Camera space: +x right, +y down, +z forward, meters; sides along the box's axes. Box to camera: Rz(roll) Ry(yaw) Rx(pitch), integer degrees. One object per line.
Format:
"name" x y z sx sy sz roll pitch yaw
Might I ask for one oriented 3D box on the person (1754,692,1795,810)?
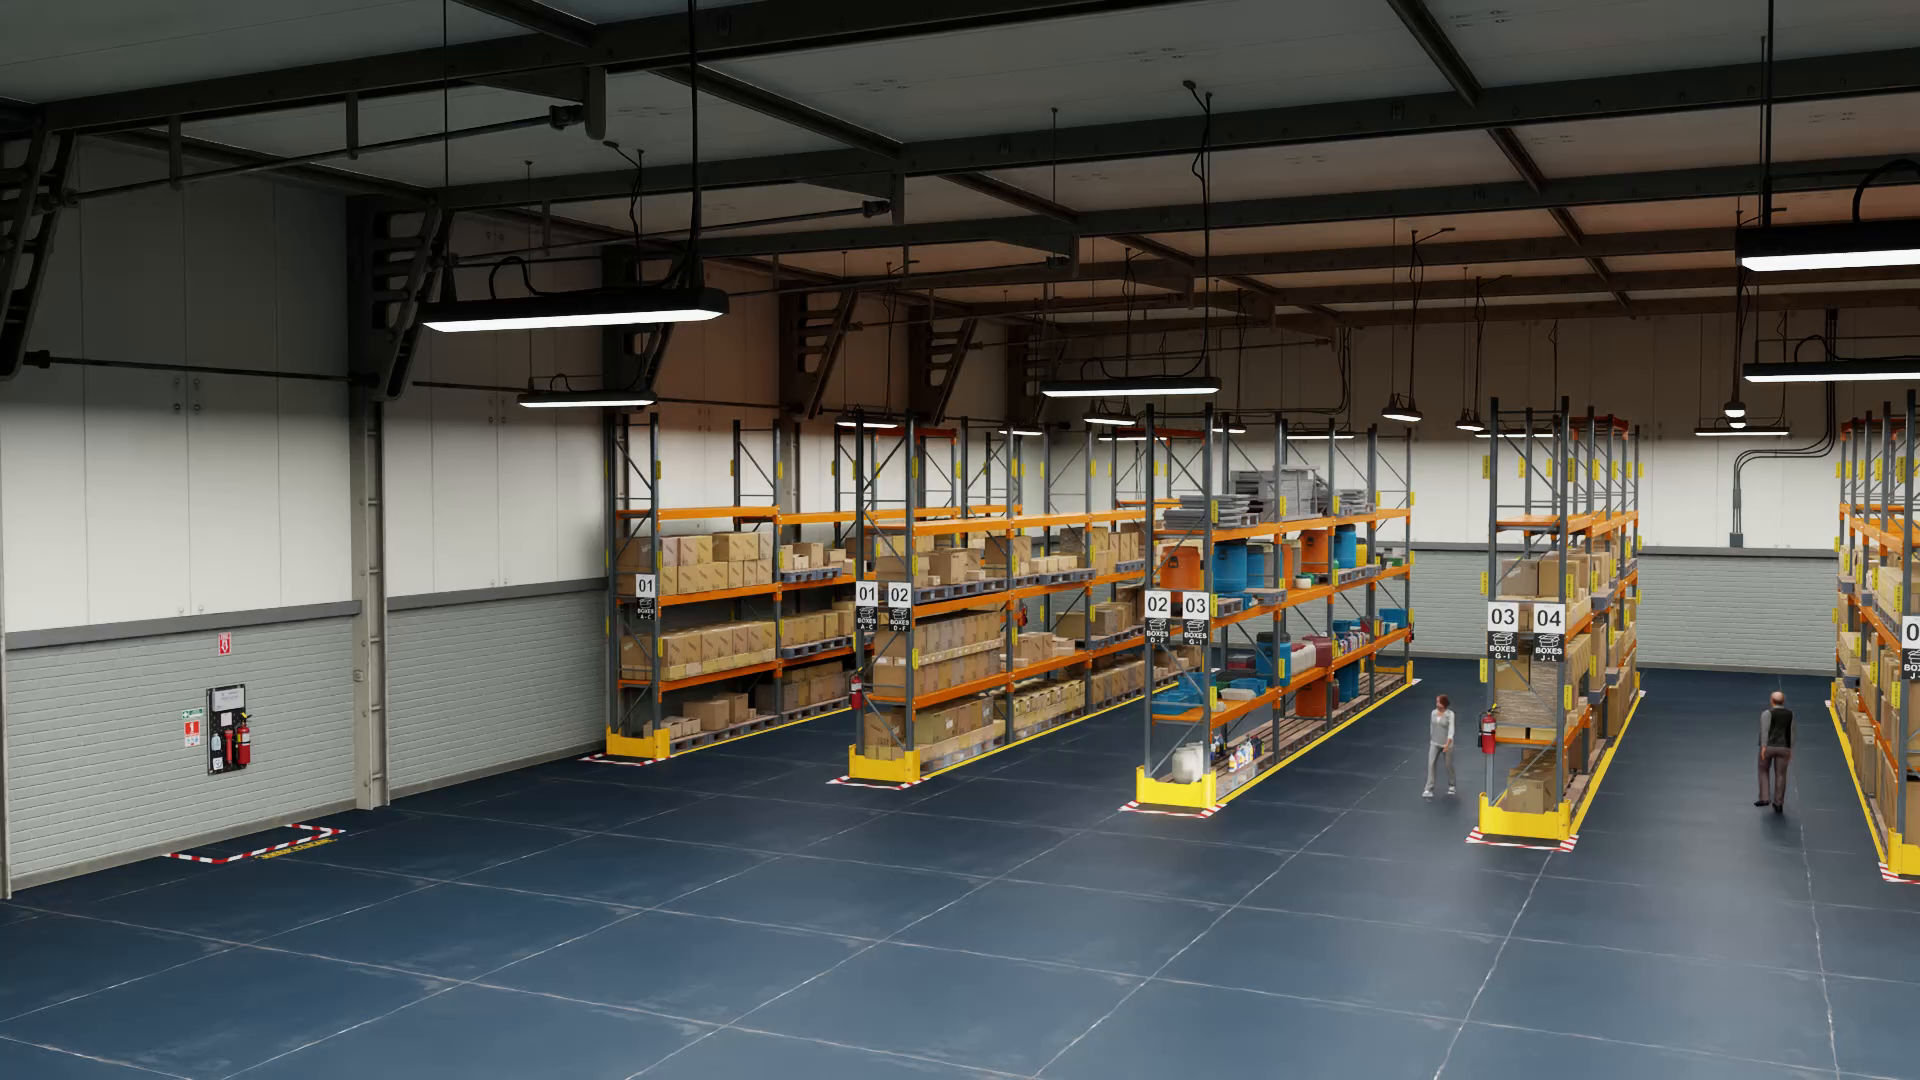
"person" 12.079 3.132 24.574 0.523 1.761 0.624 1 2 15

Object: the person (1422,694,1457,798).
"person" 7.326 3.135 25.356 0.432 1.552 0.903 2 3 40
